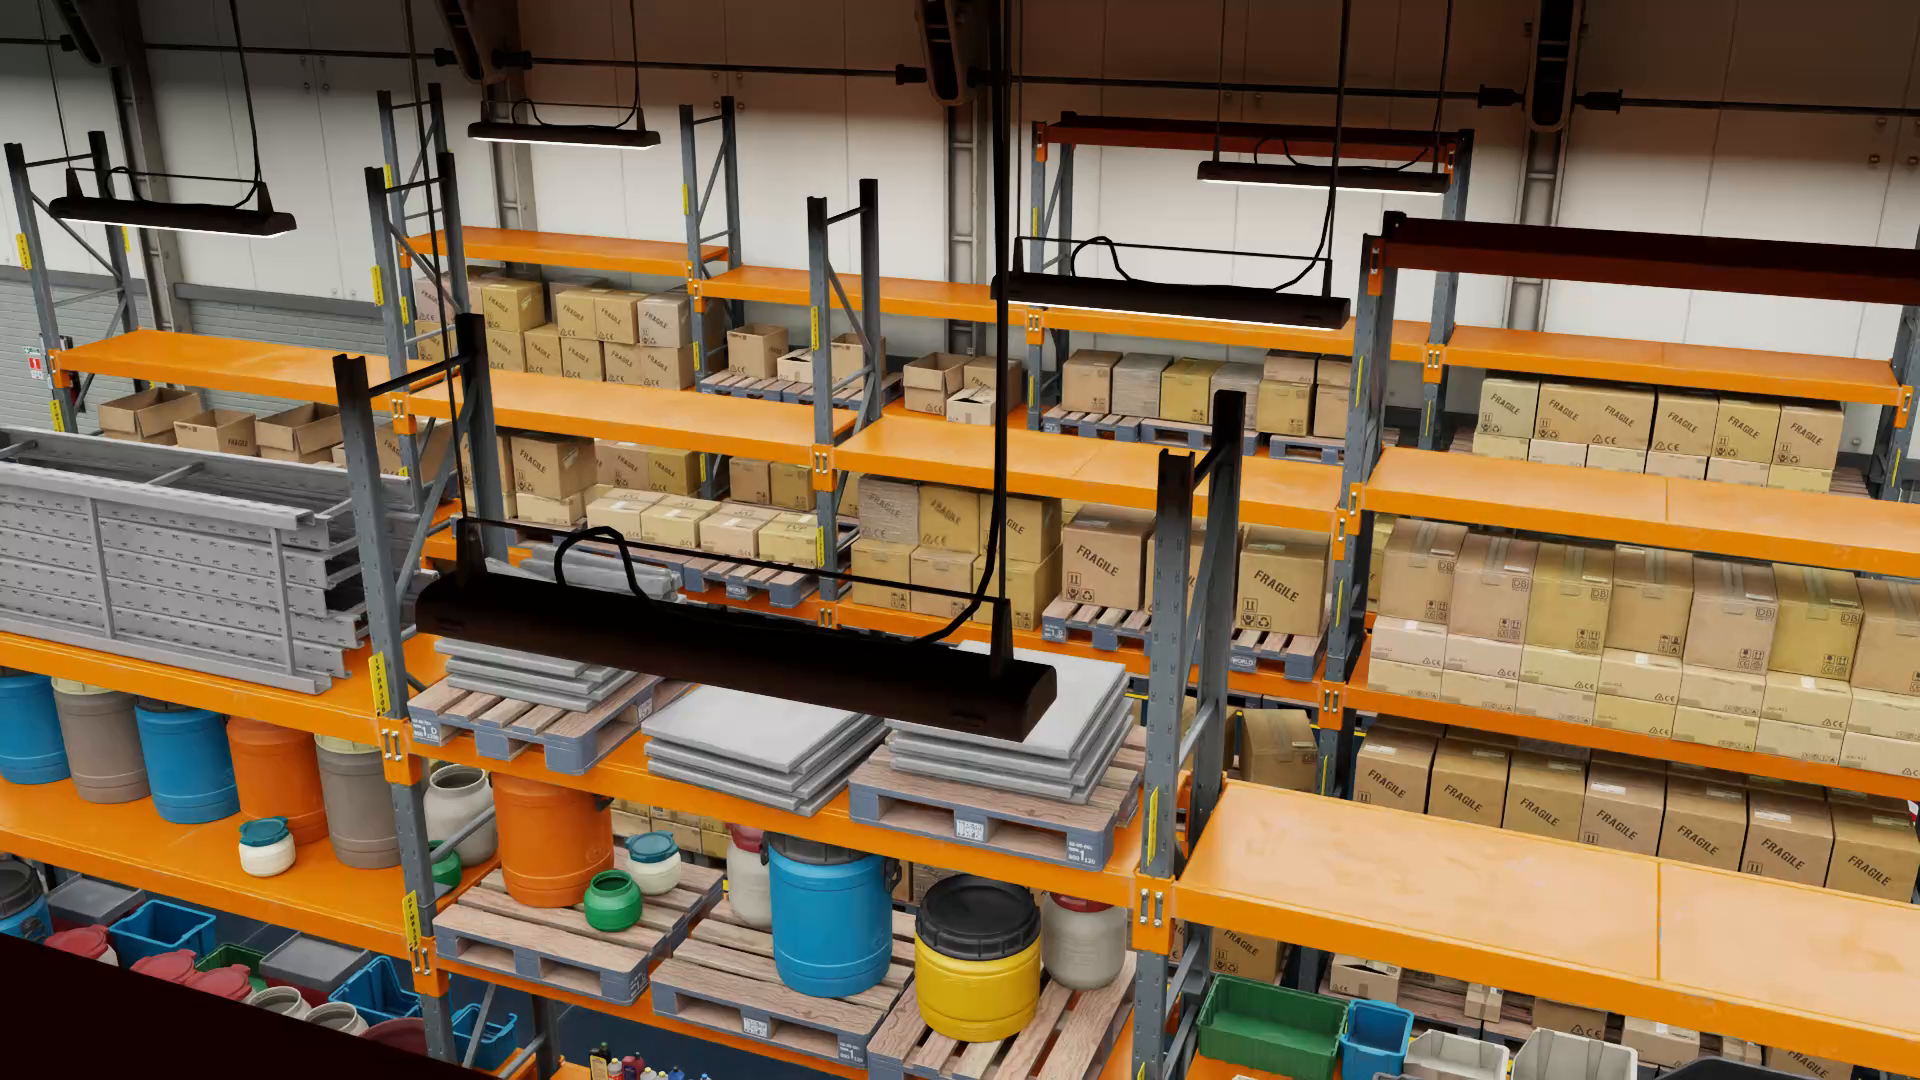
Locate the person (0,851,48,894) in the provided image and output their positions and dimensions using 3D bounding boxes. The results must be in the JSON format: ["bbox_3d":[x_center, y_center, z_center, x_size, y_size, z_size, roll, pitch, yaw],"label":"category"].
[{"bbox_3d":[-7.909,2.463,13.755,0.733,1.555,0.444,12,24,29],"label":"person"}]
